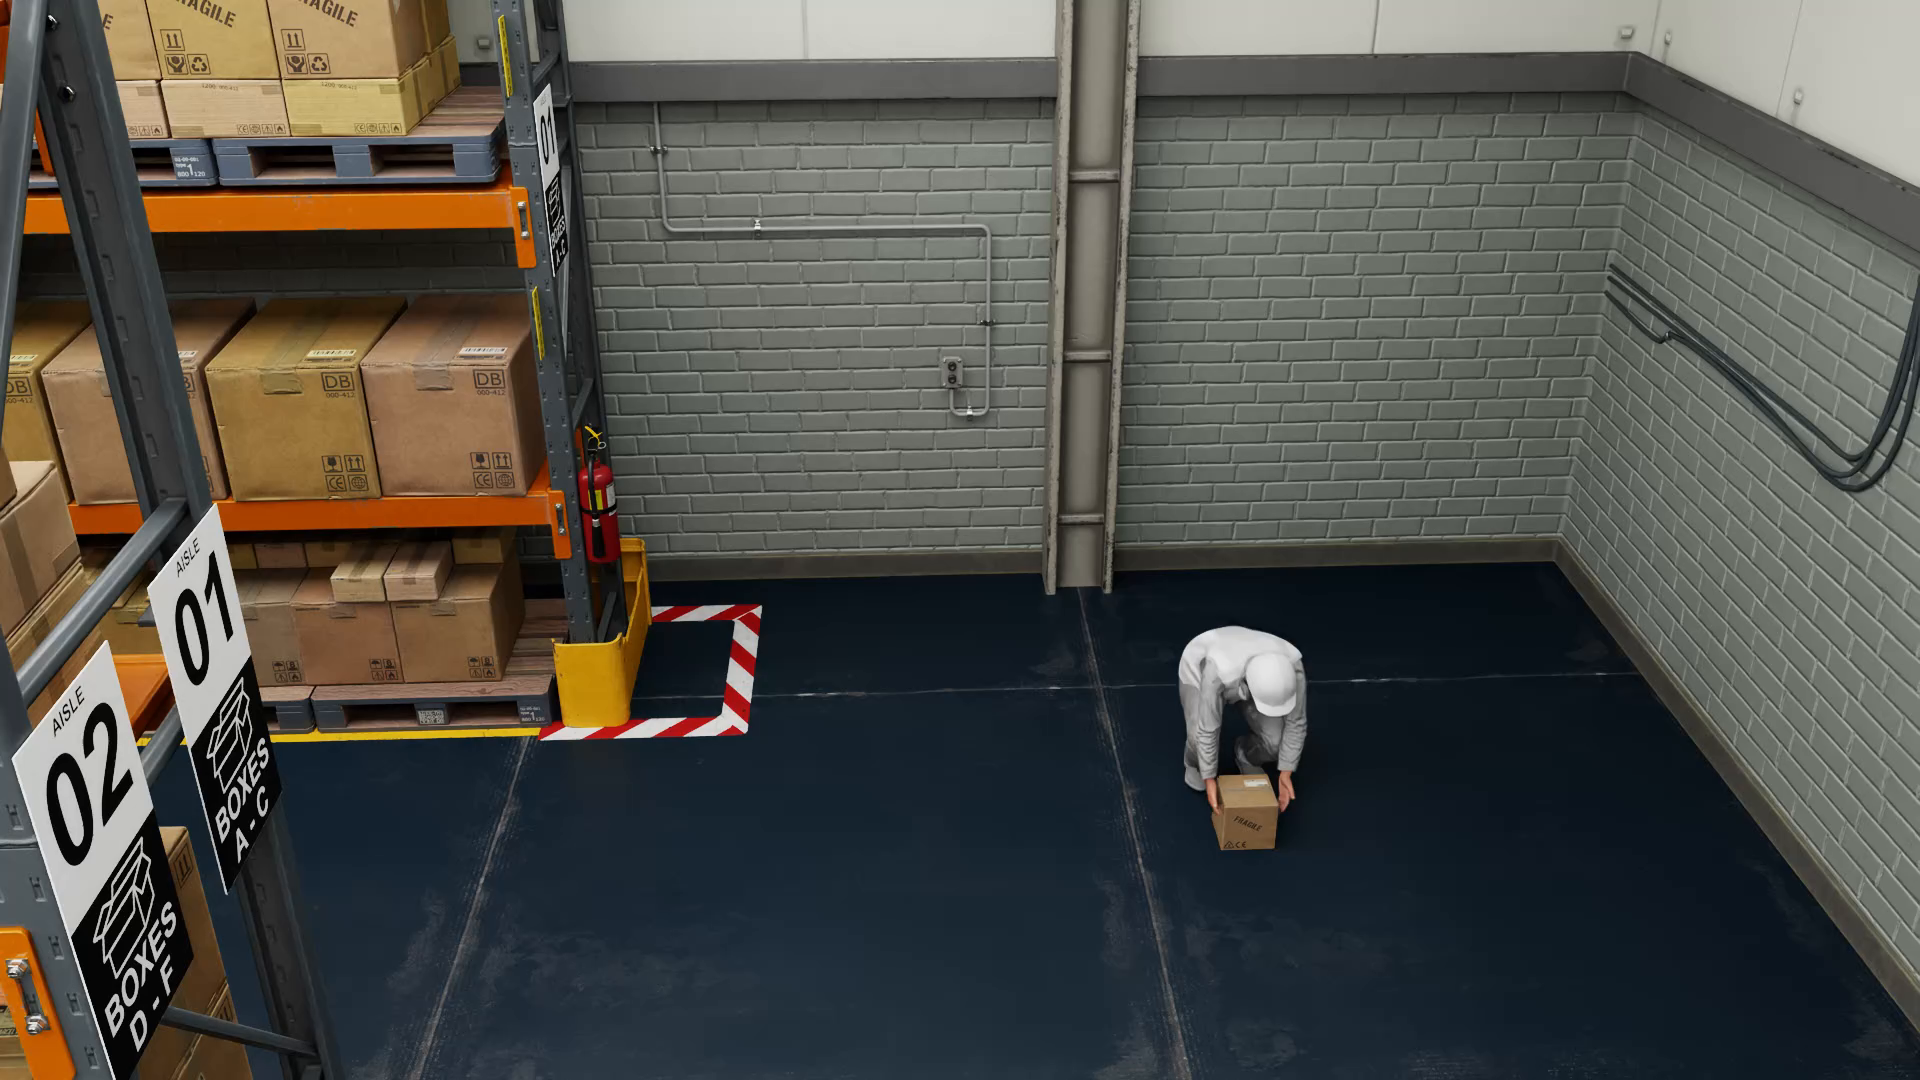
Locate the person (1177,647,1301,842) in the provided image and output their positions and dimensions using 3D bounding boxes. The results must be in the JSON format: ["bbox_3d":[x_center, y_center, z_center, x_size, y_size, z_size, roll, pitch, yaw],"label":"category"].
[{"bbox_3d":[1.326,0.881,7.923,0.527,0.871,0.927,-1,27,-3],"label":"person"}]
